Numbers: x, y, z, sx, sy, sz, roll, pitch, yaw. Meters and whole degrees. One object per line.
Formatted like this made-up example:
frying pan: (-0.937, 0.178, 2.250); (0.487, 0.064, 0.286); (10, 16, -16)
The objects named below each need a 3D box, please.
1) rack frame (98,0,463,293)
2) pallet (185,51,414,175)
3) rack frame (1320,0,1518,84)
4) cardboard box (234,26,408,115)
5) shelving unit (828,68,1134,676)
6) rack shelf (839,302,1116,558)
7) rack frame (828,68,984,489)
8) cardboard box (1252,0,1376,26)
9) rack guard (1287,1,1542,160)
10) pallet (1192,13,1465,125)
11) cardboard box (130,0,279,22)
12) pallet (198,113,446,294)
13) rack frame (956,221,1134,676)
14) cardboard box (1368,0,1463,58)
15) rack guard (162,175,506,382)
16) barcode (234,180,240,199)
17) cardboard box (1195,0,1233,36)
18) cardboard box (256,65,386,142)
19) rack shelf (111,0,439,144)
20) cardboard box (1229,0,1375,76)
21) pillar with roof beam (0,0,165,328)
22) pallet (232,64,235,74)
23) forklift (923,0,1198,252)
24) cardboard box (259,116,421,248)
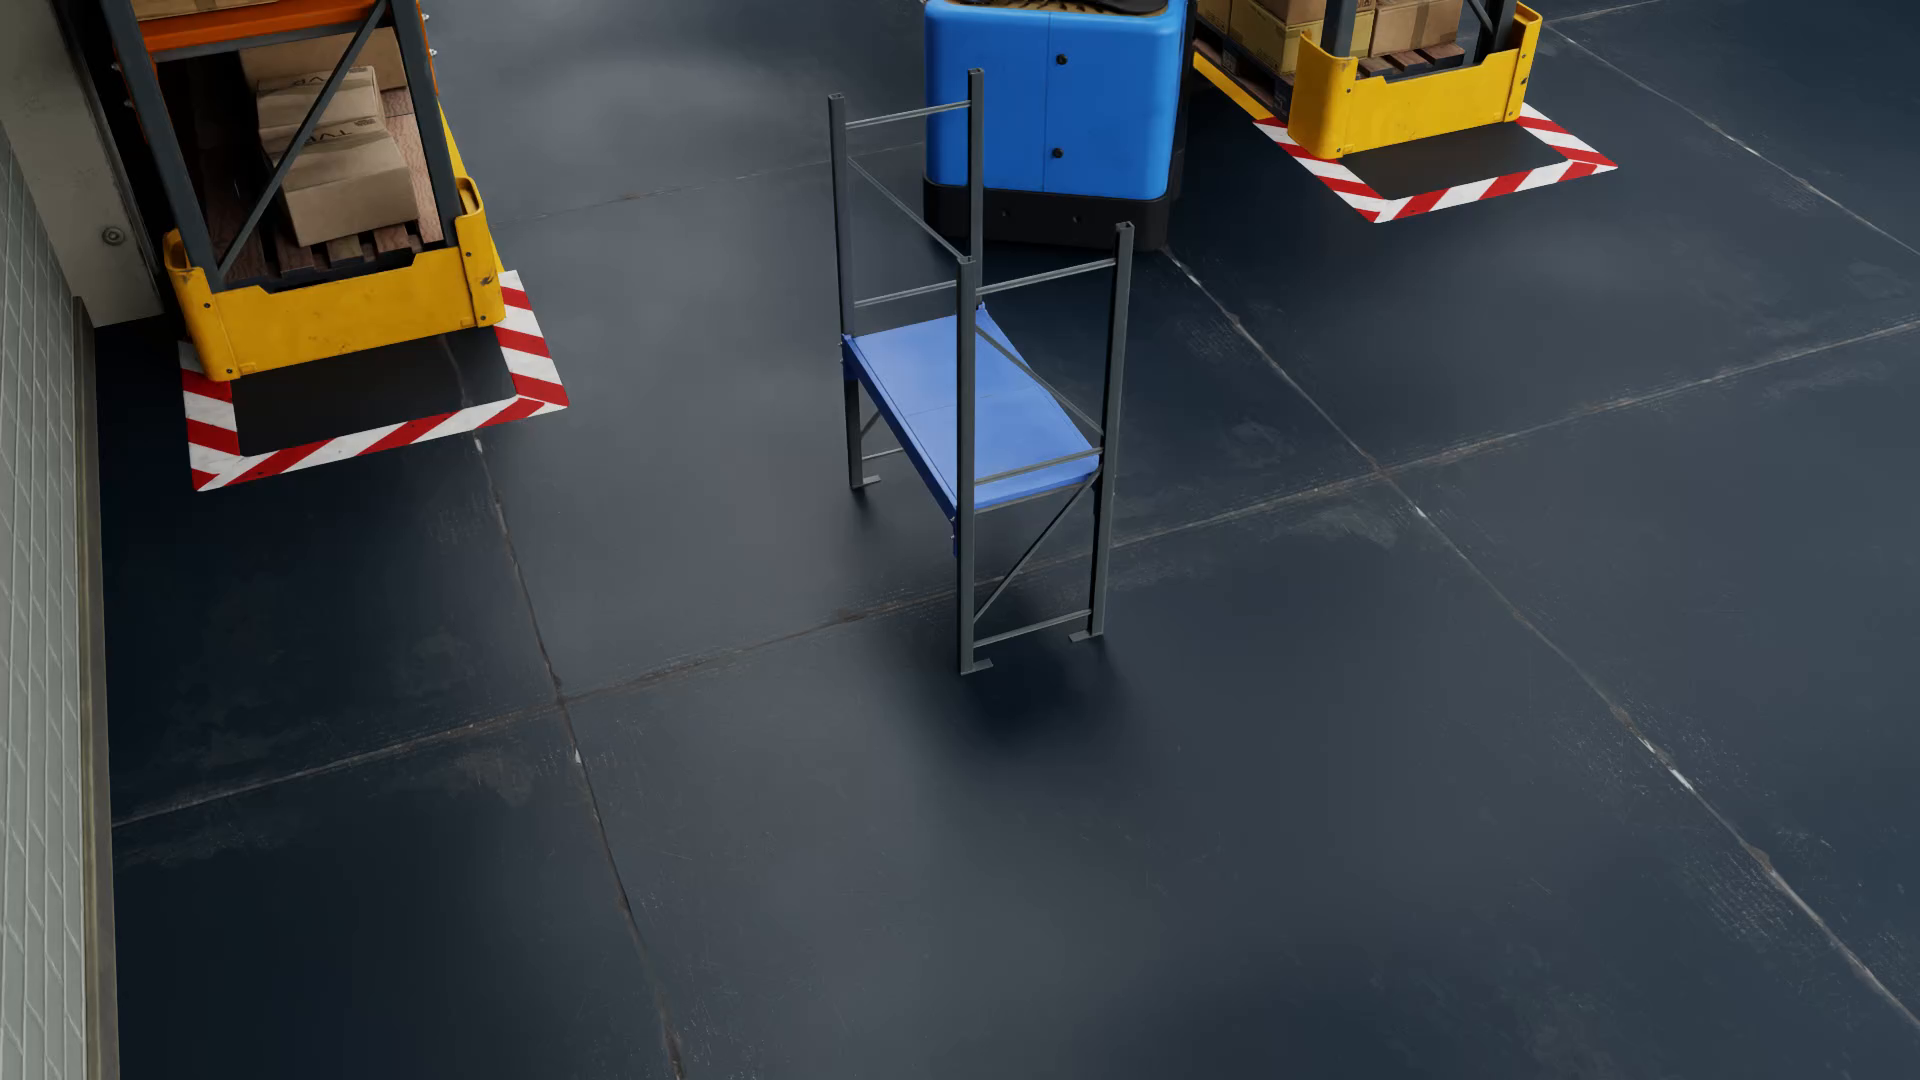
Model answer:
rack frame: (-2.419, -1.943, 5.708); (1.000, 3.000, 0.127); (-15, 43, -17)
pallet: (-3.189, -2.163, 8.104); (1.003, 0.211, 1.213); (-15, 43, -17)
rack frame: (2.156, -3.181, 7.148); (1.000, 3.000, 0.127); (-15, 43, -17)
cardboard box: (-3.053, -2.399, 7.819); (0.700, 0.500, 0.500); (-18, 44, -20)
shelving unit: (0.033, -0.517, 5.201); (0.538, 1.500, 1.048); (-15, 43, -17)
rack shelf: (0.033, -0.381, 5.319); (0.538, 0.185, 1.000); (-15, 43, -17)
rack frame: (-0.162, -0.824, 5.557); (0.500, 1.500, 0.032); (-15, 43, -17)
cardboard box: (1.676, -2.830, 7.953); (0.500, 0.500, 0.500); (-15, 43, -17)
rack guard: (2.165, -2.218, 7.946); (1.175, 0.500, 0.348); (-15, 43, -17)
pallet: (1.825, -2.574, 8.581); (1.003, 0.211, 1.213); (-15, 43, -17)
cardboard box: (-2.777, -2.127, 6.022); (0.500, 0.250, 0.500); (-15, 43, -16)
pallet: (-2.726, -1.429, 7.250); (1.003, 0.211, 1.213); (-15, 43, -17)
rack frame: (0.227, -0.211, 4.845); (0.500, 1.500, 0.032); (-15, 43, -17)
cardboard box: (2.156, -2.676, 8.348); (0.500, 0.250, 0.500); (-15, 43, -17)
rack guard: (-2.448, -1.041, 6.577); (1.175, 0.500, 0.348); (-15, 43, -17)
barcode: (-2.977, -1.444, 6.846); (0.001, 0.075, 0.075); (-15, 43, -17)
cardboard box: (1.476, -2.845, 8.544); (0.500, 0.250, 0.500); (-15, 43, -17)
cardboard box: (-2.819, -1.873, 7.352); (0.500, 0.311, 0.500); (-12, 42, -13)
rack shelf: (-3.184, -2.875, 7.344); (1.077, 0.370, 4.000); (-15, 43, -17)
cardboard box: (1.678, -2.547, 8.198); (0.500, 0.250, 0.500); (-15, 43, -17)
pillar with roof beam: (0.491, -5.497, 5.241); (9.100, 9.000, 0.400); (-15, 43, -17)
pallet: (-3.660, -2.899, 8.959); (1.003, 0.211, 1.213); (-15, 43, -17)
forklift: (0.583, -3.299, 7.338); (1.130, 2.935, 3.031); (6, 41, 7)
cardboard box: (-2.601, -1.529, 6.952); (0.500, 0.311, 0.500); (-20, 45, -22)
